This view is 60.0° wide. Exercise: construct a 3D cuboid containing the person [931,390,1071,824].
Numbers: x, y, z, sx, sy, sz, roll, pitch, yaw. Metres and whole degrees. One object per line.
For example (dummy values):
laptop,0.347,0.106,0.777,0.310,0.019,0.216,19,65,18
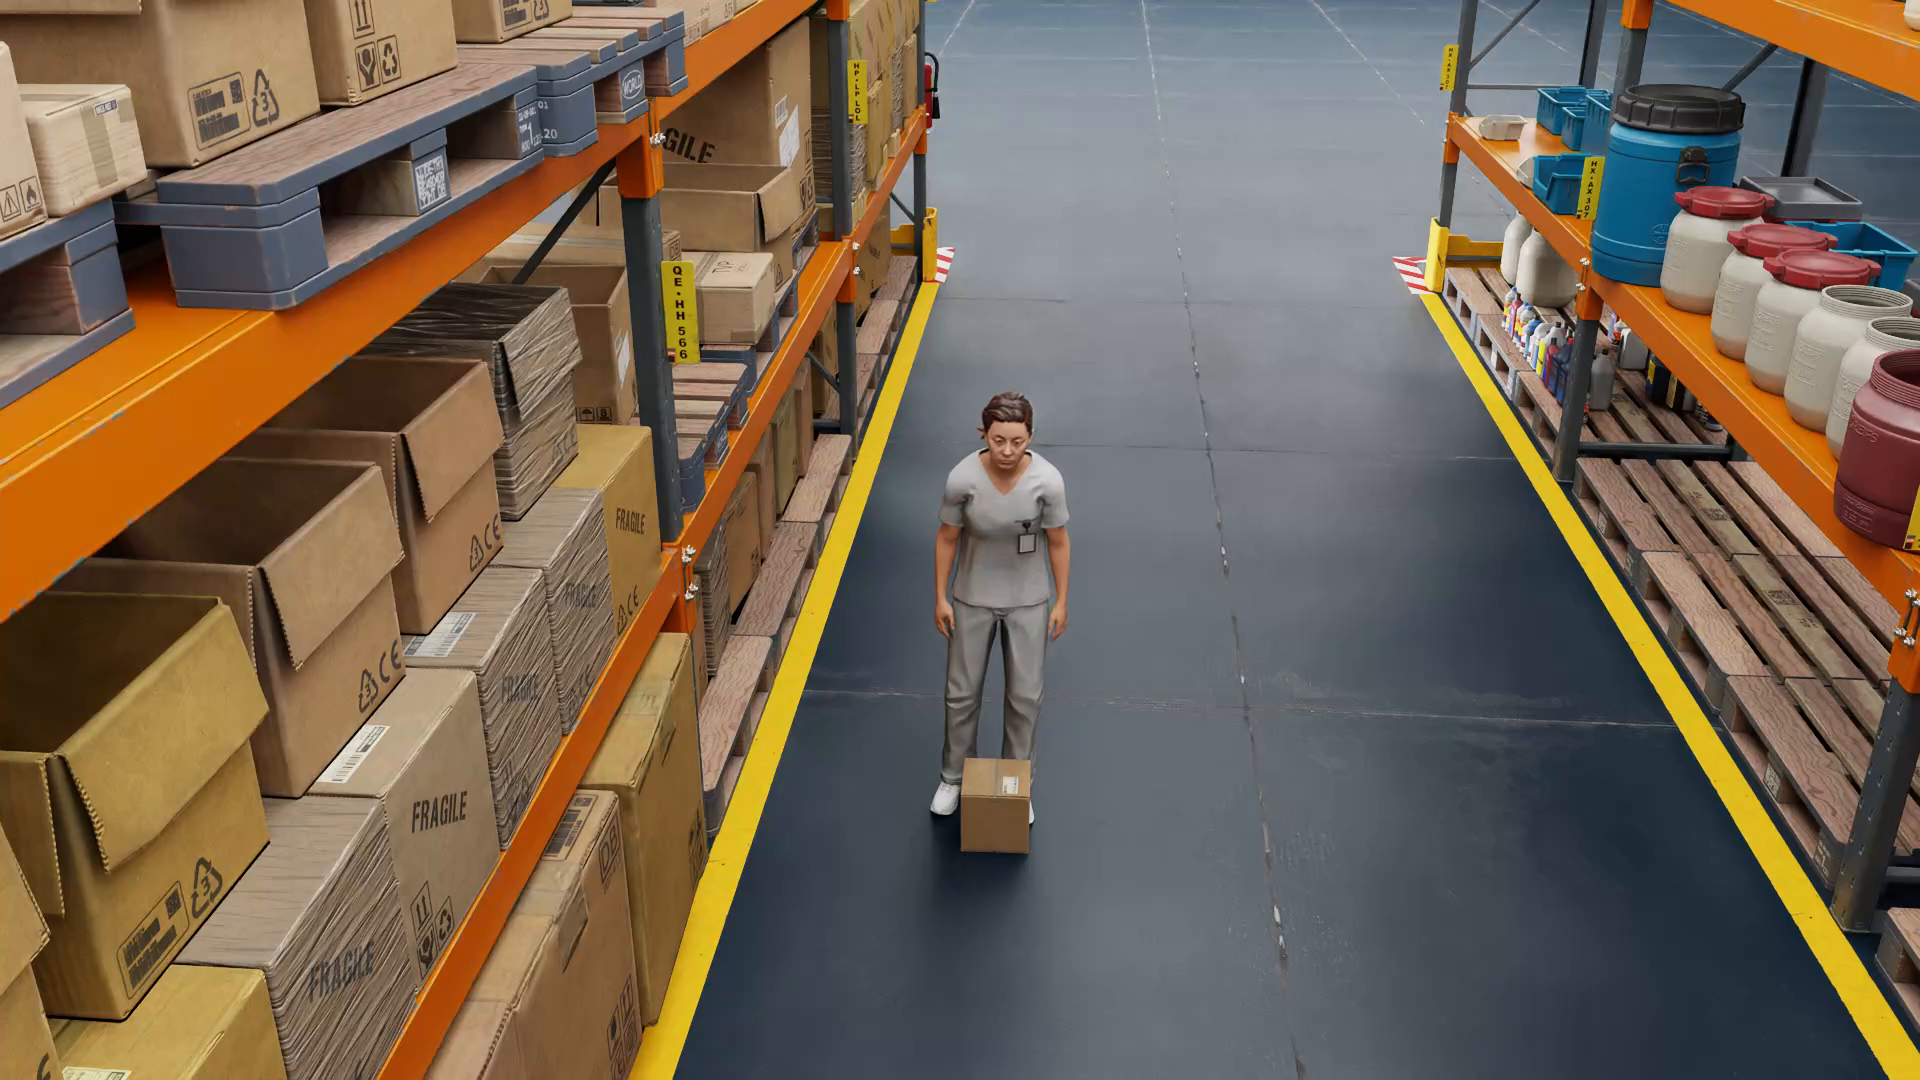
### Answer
person,0.145,0.248,6.070,0.507,1.669,0.406,1,25,2
